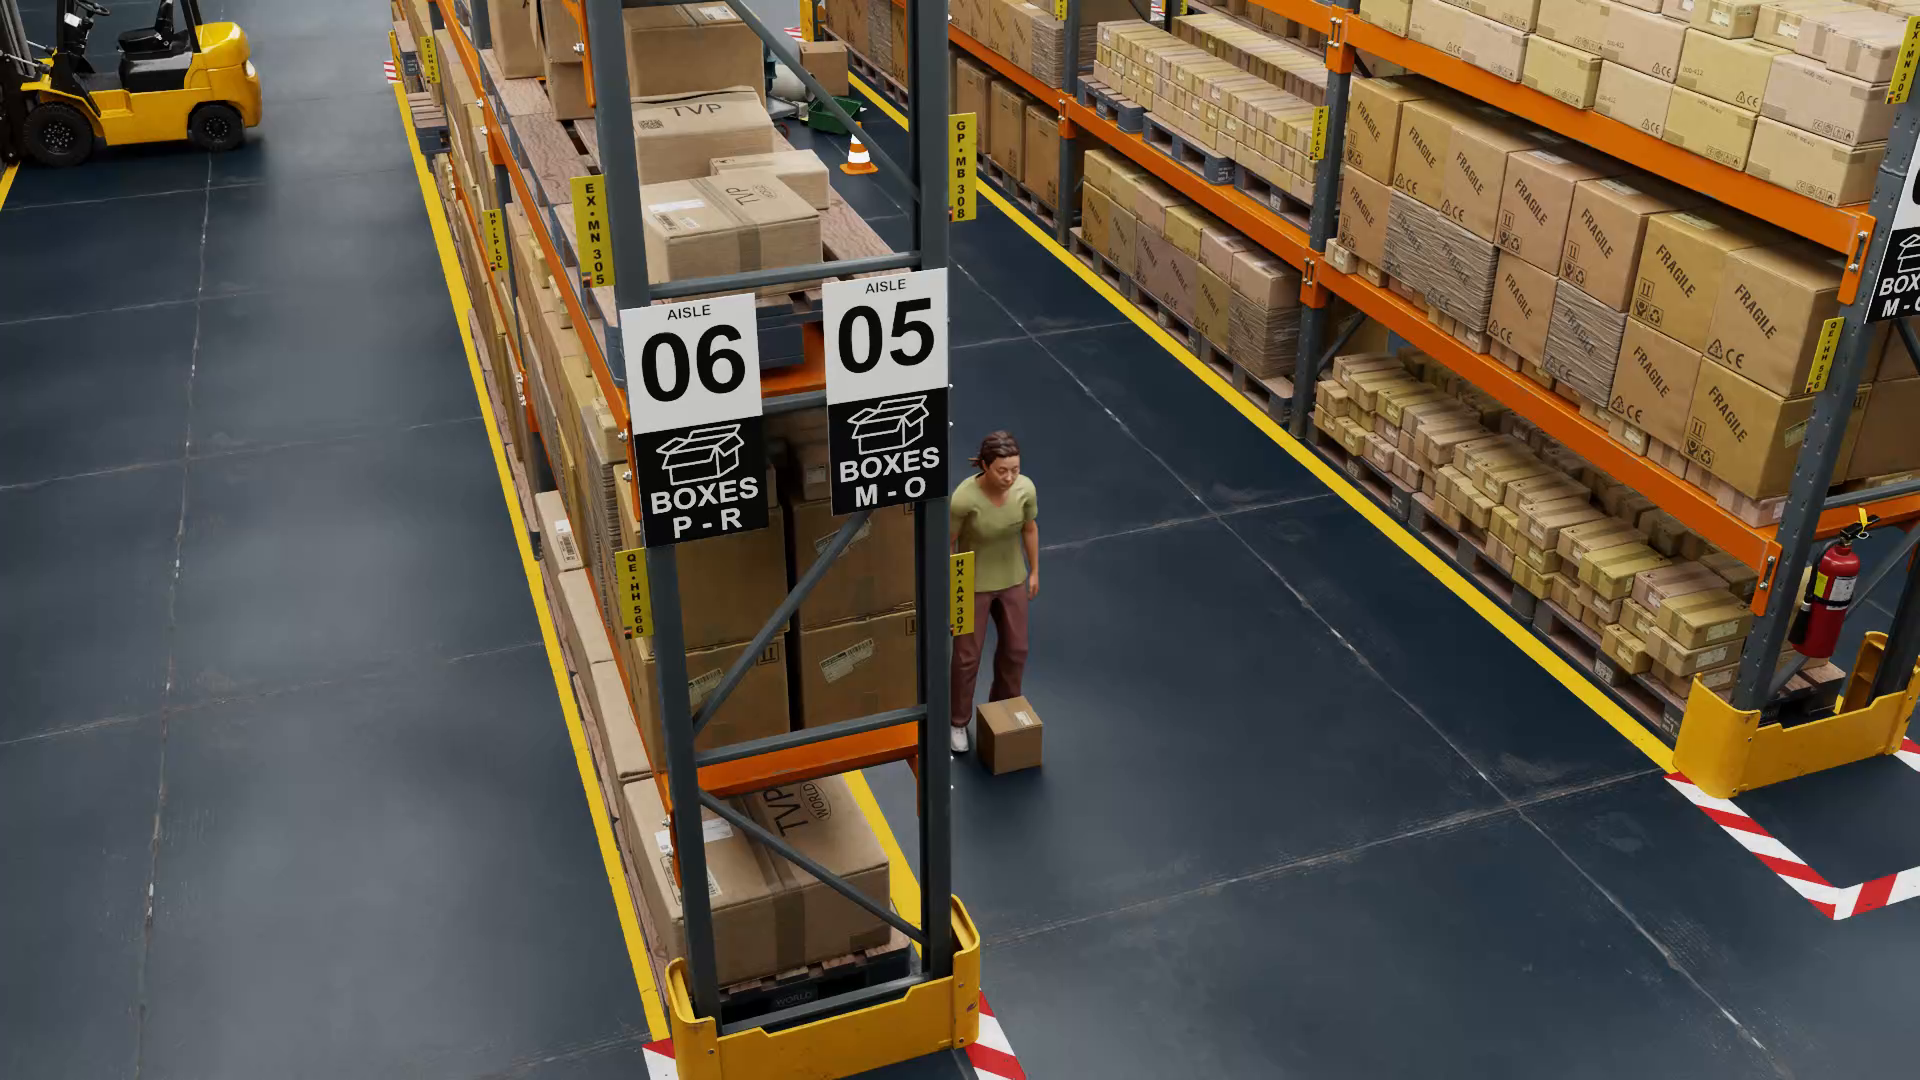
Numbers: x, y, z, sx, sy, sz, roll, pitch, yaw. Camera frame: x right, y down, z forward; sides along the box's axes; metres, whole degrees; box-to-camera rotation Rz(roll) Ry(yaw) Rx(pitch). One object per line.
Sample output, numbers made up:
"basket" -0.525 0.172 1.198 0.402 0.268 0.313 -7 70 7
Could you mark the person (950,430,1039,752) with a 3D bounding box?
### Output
"person" 0.154 0.223 7.959 0.502 1.667 0.352 -10 31 -17
